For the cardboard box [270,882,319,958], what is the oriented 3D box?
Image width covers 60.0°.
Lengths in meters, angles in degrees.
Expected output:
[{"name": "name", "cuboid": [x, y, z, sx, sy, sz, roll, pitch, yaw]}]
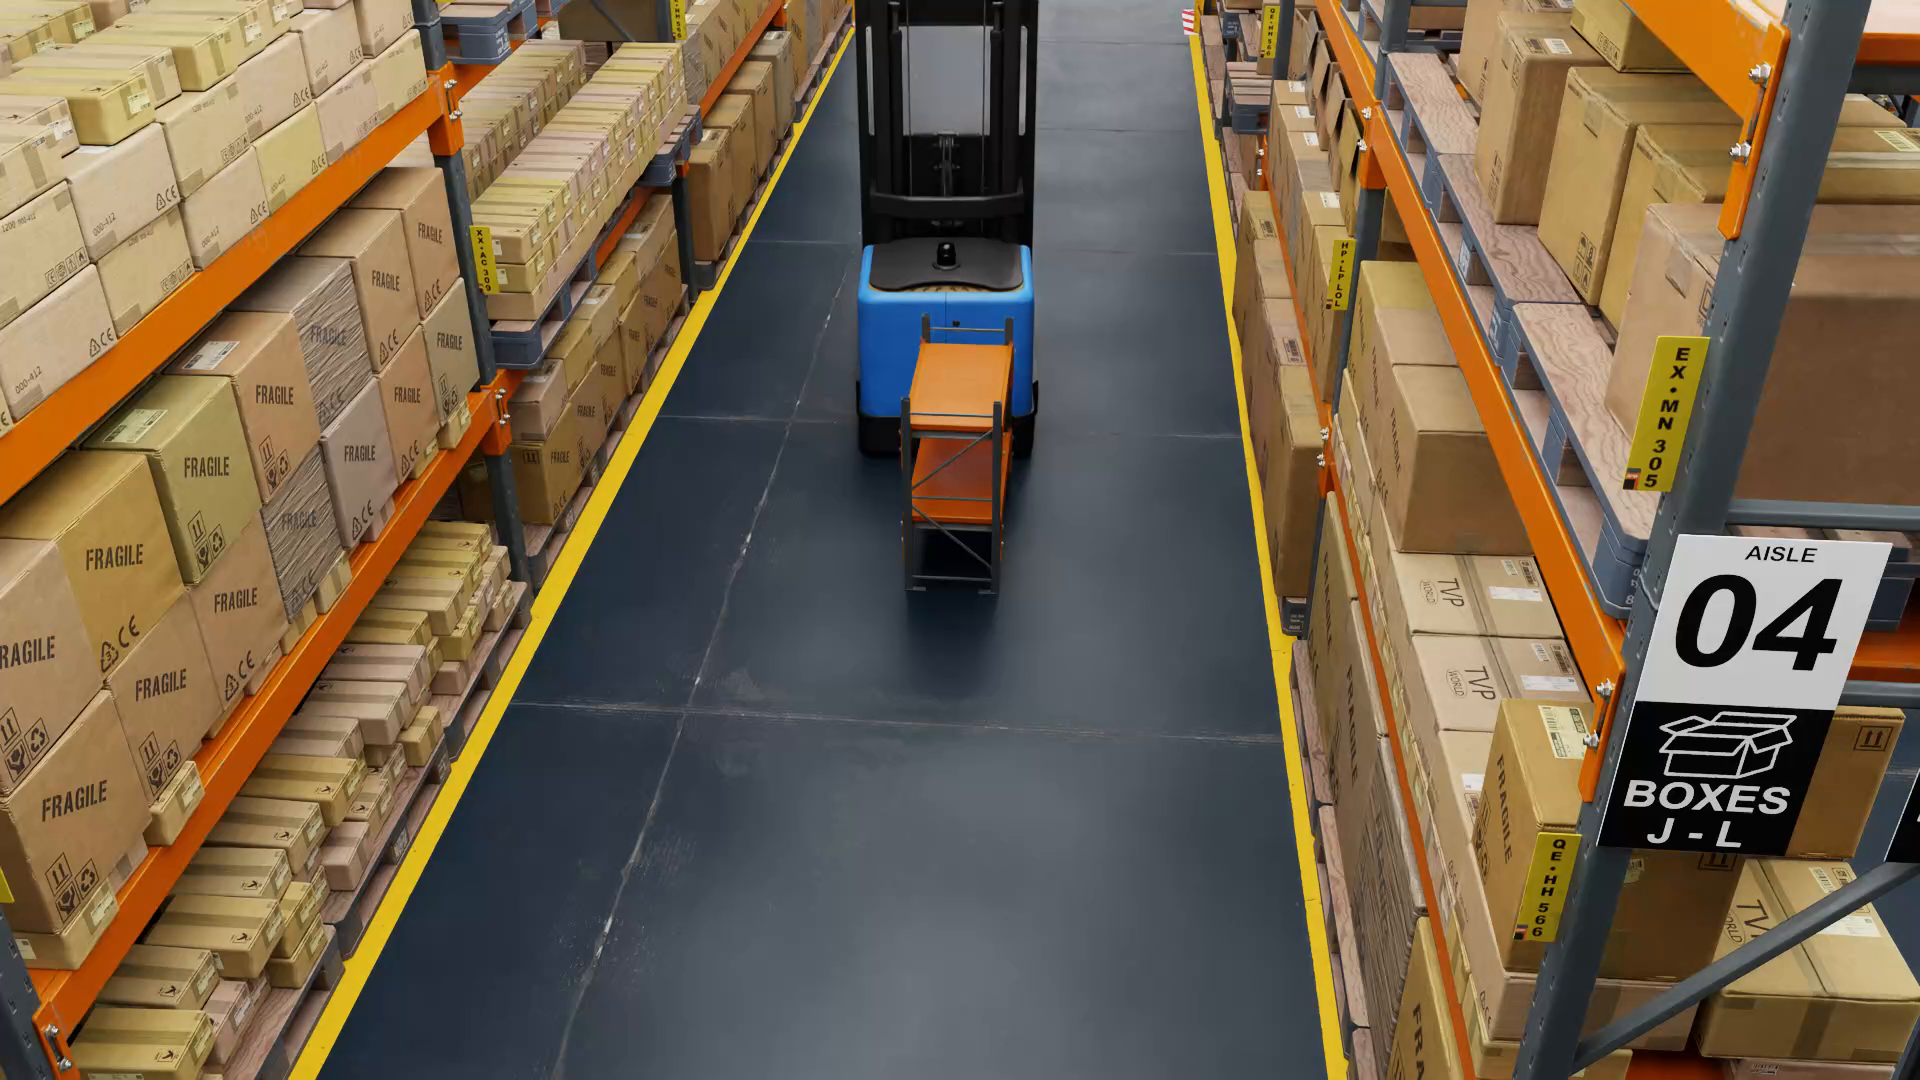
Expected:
[{"name": "cardboard box", "cuboid": [-2.622, 1.394, 6.162, 0.380, 0.149, 0.250, 3, 32, 6]}]

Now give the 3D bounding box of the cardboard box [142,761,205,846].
[{"name": "cardboard box", "cuboid": [-2.652, 0.829, 5.285, 0.380, 0.149, 0.250, 2, 32, 3]}]

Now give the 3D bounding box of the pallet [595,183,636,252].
[{"name": "pallet", "cuboid": [-2.529, -1.914, 9.679, 1.003, 0.211, 1.213, 2, 32, 4]}]

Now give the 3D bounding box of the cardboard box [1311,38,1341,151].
[{"name": "cardboard box", "cuboid": [2.396, -2.515, 9.420, 0.797, 0.503, 0.637, 3, 32, 5]}]

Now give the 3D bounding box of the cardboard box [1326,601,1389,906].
[{"name": "cardboard box", "cuboid": [1.995, 0.862, 6.617, 0.875, 0.875, 0.875, 2, 32, 4]}]

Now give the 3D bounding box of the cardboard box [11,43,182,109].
[{"name": "cardboard box", "cuboid": [-2.650, -1.415, 5.115, 0.380, 0.149, 0.250, 3, 32, 6]}]

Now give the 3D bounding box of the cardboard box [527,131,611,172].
[{"name": "cardboard box", "cuboid": [-2.139, -2.128, 9.116, 0.380, 0.149, 0.250, 4, 32, 6]}]

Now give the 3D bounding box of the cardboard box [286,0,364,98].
[{"name": "cardboard box", "cuboid": [-2.572, -1.843, 6.188, 0.500, 0.250, 0.500, 1, 32, 2]}]

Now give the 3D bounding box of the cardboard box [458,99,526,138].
[{"name": "cardboard box", "cuboid": [-2.744, -2.437, 9.617, 0.380, 0.149, 0.250, 3, 32, 5]}]

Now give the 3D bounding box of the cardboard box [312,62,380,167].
[{"name": "cardboard box", "cuboid": [-2.557, -1.625, 6.312, 0.500, 0.250, 0.500, 2, 32, 4]}]

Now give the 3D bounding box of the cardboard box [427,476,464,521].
[{"name": "cardboard box", "cuboid": [-2.925, -0.453, 9.108, 0.500, 0.500, 0.500, 2, 32, 3]}]

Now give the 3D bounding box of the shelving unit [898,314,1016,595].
[{"name": "shelving unit", "cuboid": [-0.001, -0.475, 8.949, 0.538, 1.125, 1.048, 2, 32, 4]}]

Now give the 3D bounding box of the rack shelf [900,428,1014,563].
[{"name": "rack shelf", "cuboid": [-0.001, -0.267, 9.077, 0.538, 0.278, 1.000, 2, 32, 4]}]

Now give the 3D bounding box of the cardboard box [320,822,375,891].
[{"name": "cardboard box", "cuboid": [-2.582, 1.262, 6.660, 0.380, 0.149, 0.250, 1, 32, 2]}]

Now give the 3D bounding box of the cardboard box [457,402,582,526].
[{"name": "cardboard box", "cuboid": [-2.409, -0.430, 9.071, 0.500, 0.500, 0.500, 4, 32, 6]}]

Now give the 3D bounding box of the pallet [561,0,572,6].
[{"name": "pallet", "cuboid": [-2.496, -2.998, 8.576, 1.213, 0.211, 1.003, 2, 32, 4]}]

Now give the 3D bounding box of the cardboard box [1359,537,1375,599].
[{"name": "cardboard box", "cuboid": [1.763, 0.118, 6.439, 0.380, 0.149, 0.250, 2, 32, 3]}]

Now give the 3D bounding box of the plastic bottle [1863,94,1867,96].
[{"name": "plastic bottle", "cuboid": [8.145, -4.001, 15.053, 0.061, 0.283, 0.133, 2, 32, 4]}]

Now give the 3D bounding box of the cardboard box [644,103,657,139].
[{"name": "cardboard box", "cuboid": [-2.054, -2.545, 10.076, 0.380, 0.149, 0.250, 3, 32, 4]}]

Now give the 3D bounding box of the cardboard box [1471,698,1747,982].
[{"name": "cardboard box", "cuboid": [1.653, 0.768, 4.290, 0.500, 0.500, 0.500, 3, 32, 5]}]

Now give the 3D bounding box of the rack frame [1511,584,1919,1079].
[{"name": "rack frame", "cuboid": [1.876, 1.416, 4.094, 1.000, 3.000, 0.127, 2, 32, 4]}]

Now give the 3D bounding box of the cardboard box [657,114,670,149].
[{"name": "cardboard box", "cuboid": [-2.033, -2.562, 10.388, 0.380, 0.149, 0.250, 3, 32, 5]}]

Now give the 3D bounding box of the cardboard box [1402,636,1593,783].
[{"name": "cardboard box", "cuboid": [1.734, 0.557, 5.347, 0.500, 0.250, 0.500, 1, 32, 2]}]

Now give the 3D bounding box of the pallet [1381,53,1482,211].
[{"name": "pallet", "cuboid": [2.124, -1.488, 6.030, 1.003, 0.211, 1.213, 2, 32, 4]}]

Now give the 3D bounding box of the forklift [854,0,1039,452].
[{"name": "forklift", "cuboid": [-0.080, -2.508, 10.525, 1.130, 2.935, 3.031, 0, 32, 0]}]

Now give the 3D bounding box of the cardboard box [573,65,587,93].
[{"name": "cardboard box", "cuboid": [-2.648, -2.987, 10.793, 0.380, 0.149, 0.250, 4, 32, 6]}]

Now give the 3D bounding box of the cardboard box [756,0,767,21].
[{"name": "cardboard box", "cuboid": [-1.900, -4.618, 13.789, 0.500, 0.500, 0.500, 2, 32, 3]}]

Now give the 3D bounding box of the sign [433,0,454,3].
[{"name": "sign", "cuboid": [-2.193, -2.418, 6.963, 0.100, 0.325, 0.005, 2, 32, 4]}]

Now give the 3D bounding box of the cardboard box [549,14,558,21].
[{"name": "cardboard box", "cuboid": [-4.319, -5.285, 17.346, 0.797, 0.503, 0.637, -20, 37, -29]}]

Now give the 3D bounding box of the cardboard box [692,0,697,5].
[{"name": "cardboard box", "cuboid": [-2.282, -4.268, 12.267, 0.700, 0.500, 0.500, 2, 32, 3]}]

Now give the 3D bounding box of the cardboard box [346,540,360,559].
[{"name": "cardboard box", "cuboid": [-2.629, 0.010, 6.614, 0.380, 0.149, 0.250, 2, 32, 3]}]

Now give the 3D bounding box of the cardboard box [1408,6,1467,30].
[{"name": "cardboard box", "cuboid": [2.239, -2.478, 7.057, 0.700, 0.500, 0.500, 3, 32, 5]}]

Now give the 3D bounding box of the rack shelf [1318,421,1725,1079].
[{"name": "rack shelf", "cuboid": [2.038, 0.676, 5.979, 1.077, 0.370, 4.000, 2, 32, 4]}]

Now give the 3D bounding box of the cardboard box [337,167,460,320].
[{"name": "cardboard box", "cuboid": [-2.503, -1.278, 7.133, 0.500, 0.500, 0.500, 1, 32, 2]}]

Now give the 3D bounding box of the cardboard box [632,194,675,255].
[{"name": "cardboard box", "cuboid": [-2.203, -2.097, 11.062, 0.500, 0.250, 0.500, 2, 32, 3]}]

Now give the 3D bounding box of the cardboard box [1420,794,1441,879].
[{"name": "cardboard box", "cuboid": [1.639, 0.924, 5.131, 0.380, 0.149, 0.250, 3, 32, 5]}]

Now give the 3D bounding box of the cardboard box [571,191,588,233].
[{"name": "cardboard box", "cuboid": [-2.183, -1.732, 8.757, 0.380, 0.149, 0.250, 1, 32, 2]}]

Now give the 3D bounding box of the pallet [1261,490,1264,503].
[{"name": "pallet", "cuboid": [2.286, -0.535, 9.917, 1.003, 0.211, 1.213, 2, 32, 4]}]

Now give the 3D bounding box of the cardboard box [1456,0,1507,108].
[{"name": "cardboard box", "cuboid": [2.197, -1.805, 5.870, 0.700, 0.500, 0.500, 1, 32, 1]}]

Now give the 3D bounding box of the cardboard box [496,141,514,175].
[{"name": "cardboard box", "cuboid": [-2.769, -2.172, 9.471, 0.380, 0.149, 0.250, 4, 32, 6]}]

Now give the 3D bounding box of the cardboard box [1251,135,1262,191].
[{"name": "cardboard box", "cuboid": [2.633, -2.829, 12.945, 0.700, 0.500, 0.500, 5, 32, 8]}]

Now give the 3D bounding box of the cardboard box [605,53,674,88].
[{"name": "cardboard box", "cuboid": [-2.014, -2.950, 10.450, 0.380, 0.149, 0.250, 2, 32, 3]}]

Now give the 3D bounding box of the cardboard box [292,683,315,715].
[{"name": "cardboard box", "cuboid": [-3.068, 0.693, 7.301, 0.380, 0.149, 0.250, 4, 32, 6]}]

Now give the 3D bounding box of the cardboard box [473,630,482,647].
[{"name": "cardboard box", "cuboid": [-2.531, 0.446, 7.984, 0.380, 0.149, 0.250, 3, 32, 5]}]

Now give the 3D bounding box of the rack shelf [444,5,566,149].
[{"name": "rack shelf", "cuboid": [-2.571, -2.957, 9.016, 1.077, 0.370, 4.000, 2, 32, 4]}]

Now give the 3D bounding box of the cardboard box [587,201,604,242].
[{"name": "cardboard box", "cuboid": [-2.161, -1.739, 9.052, 0.380, 0.149, 0.250, 1, 32, 2]}]

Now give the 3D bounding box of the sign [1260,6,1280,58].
[{"name": "sign", "cuboid": [1.985, -3.245, 10.628, 0.100, 0.325, 0.005, 2, 32, 4]}]

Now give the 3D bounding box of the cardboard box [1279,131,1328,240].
[{"name": "cardboard box", "cuboid": [2.138, -2.030, 9.589, 0.500, 0.500, 0.500, 2, 32, 3]}]

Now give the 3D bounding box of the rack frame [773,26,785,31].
[{"name": "rack frame", "cuboid": [-2.083, -5.124, 14.705, 1.000, 3.000, 0.127, 2, 32, 4]}]

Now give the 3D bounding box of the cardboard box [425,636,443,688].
[{"name": "cardboard box", "cuboid": [-2.575, 0.556, 7.523, 0.380, 0.149, 0.250, 3, 32, 4]}]

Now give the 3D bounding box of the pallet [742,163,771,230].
[{"name": "pallet", "cuboid": [-2.167, -2.890, 13.739, 1.003, 0.211, 1.213, 2, 32, 4]}]

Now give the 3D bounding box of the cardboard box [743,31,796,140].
[{"name": "cardboard box", "cuboid": [-2.044, -4.016, 14.652, 1.050, 0.750, 0.750, 2, 32, 4]}]

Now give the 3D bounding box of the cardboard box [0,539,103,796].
[{"name": "cardboard box", "cuboid": [-2.758, 0.333, 4.519, 0.500, 0.500, 0.500, 2, 32, 4]}]

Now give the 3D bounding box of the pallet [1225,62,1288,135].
[{"name": "pallet", "cuboid": [2.479, -3.063, 11.544, 1.213, 0.211, 1.003, 2, 32, 4]}]

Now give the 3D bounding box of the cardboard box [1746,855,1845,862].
[{"name": "cardboard box", "cuboid": [2.220, 0.841, 4.885, 0.500, 0.250, 0.500, 2, 32, 3]}]

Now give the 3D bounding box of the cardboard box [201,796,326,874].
[{"name": "cardboard box", "cuboid": [-2.658, 1.120, 6.324, 0.380, 0.149, 0.250, 4, 32, 6]}]

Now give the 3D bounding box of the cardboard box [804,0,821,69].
[{"name": "cardboard box", "cuboid": [-1.892, -5.195, 16.446, 0.875, 0.875, 0.875, 3, 32, 4]}]

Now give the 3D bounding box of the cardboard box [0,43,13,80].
[{"name": "cardboard box", "cuboid": [-3.178, -1.435, 5.146, 0.380, 0.149, 0.250, 2, 32, 3]}]

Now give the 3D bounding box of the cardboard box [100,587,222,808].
[{"name": "cardboard box", "cuboid": [-2.730, 0.478, 5.237, 0.500, 0.500, 0.500, 3, 32, 4]}]

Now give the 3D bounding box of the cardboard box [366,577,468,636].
[{"name": "cardboard box", "cuboid": [-2.498, 0.304, 7.648, 0.380, 0.149, 0.250, 2, 32, 4]}]
